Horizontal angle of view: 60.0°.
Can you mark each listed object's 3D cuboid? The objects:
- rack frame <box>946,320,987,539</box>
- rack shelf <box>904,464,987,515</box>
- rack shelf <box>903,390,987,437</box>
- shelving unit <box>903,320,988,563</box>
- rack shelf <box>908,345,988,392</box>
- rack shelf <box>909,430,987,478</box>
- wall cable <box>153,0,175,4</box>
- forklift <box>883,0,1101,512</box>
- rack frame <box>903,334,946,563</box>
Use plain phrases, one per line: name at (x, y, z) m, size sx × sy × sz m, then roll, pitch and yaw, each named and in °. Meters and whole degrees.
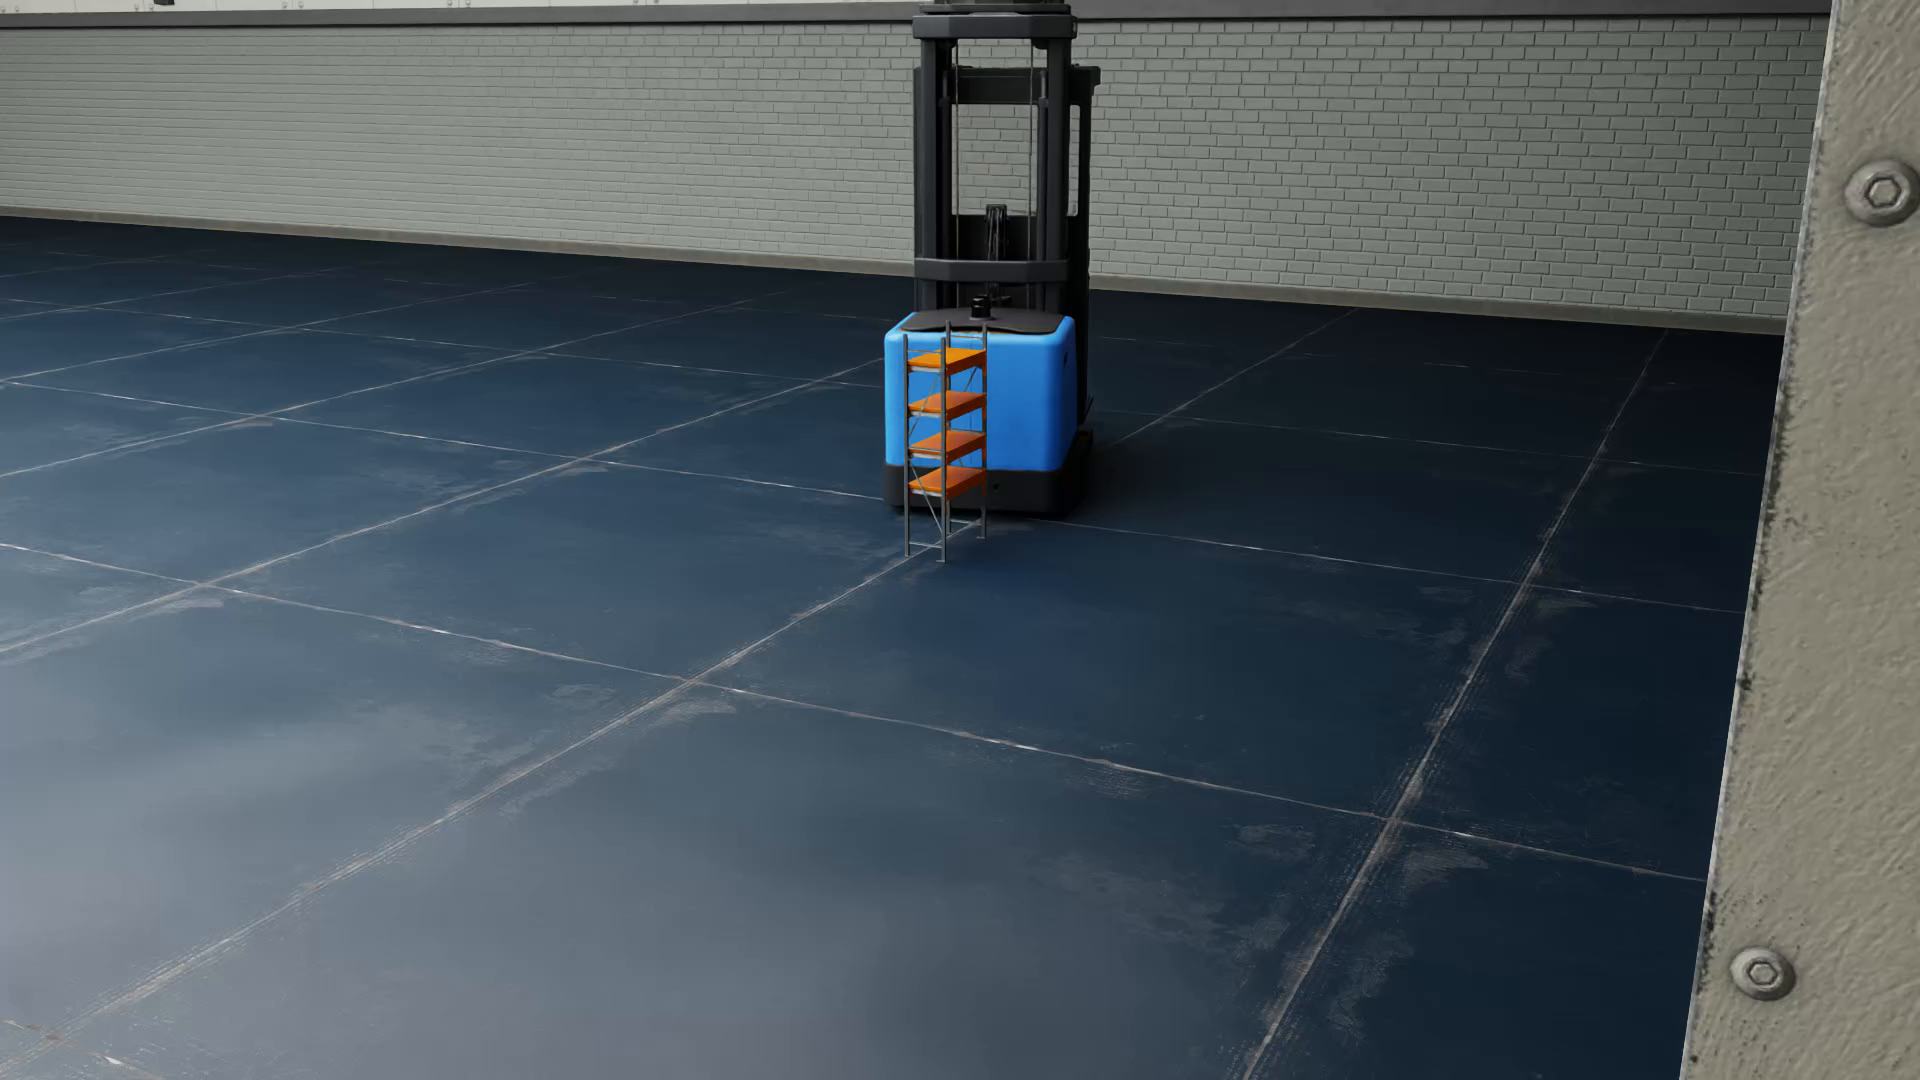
rack frame at (0.035, -0.595, 9.099) m, size 0.240 × 1.200 × 0.015 m, roll 8°, pitch 18°, yaw 25°
rack shelf at (-0.074, -0.278, 8.965) m, size 0.258 × 0.148 × 0.480 m, roll 8°, pitch 18°, yaw 25°
rack shelf at (-0.074, -0.683, 8.845) m, size 0.258 × 0.148 × 0.480 m, roll 8°, pitch 18°, yaw 25°
shelving unit at (-0.074, -0.533, 8.889) m, size 0.258 × 1.200 × 0.503 m, roll 8°, pitch 18°, yaw 25°
rack shelf at (-0.074, -0.910, 8.778) m, size 0.258 × 0.148 × 0.480 m, roll 8°, pitch 18°, yaw 25°
rack shelf at (-0.074, -0.469, 8.909) m, size 0.258 × 0.148 × 0.480 m, roll 8°, pitch 18°, yaw 25°
wall cable at (-10.593, -10.475, 22.691) m, size 2.305 × 6.003 × 0.169 m, roll 8°, pitch 18°, yaw 25°
forklift at (0.294, -1.939, 10.582) m, size 1.130 × 2.935 × 3.031 m, roll 3°, pitch 17°, yaw 9°
rack frame at (-0.183, -0.471, 8.680) m, size 0.240 × 1.200 × 0.015 m, roll 8°, pitch 18°, yaw 25°
